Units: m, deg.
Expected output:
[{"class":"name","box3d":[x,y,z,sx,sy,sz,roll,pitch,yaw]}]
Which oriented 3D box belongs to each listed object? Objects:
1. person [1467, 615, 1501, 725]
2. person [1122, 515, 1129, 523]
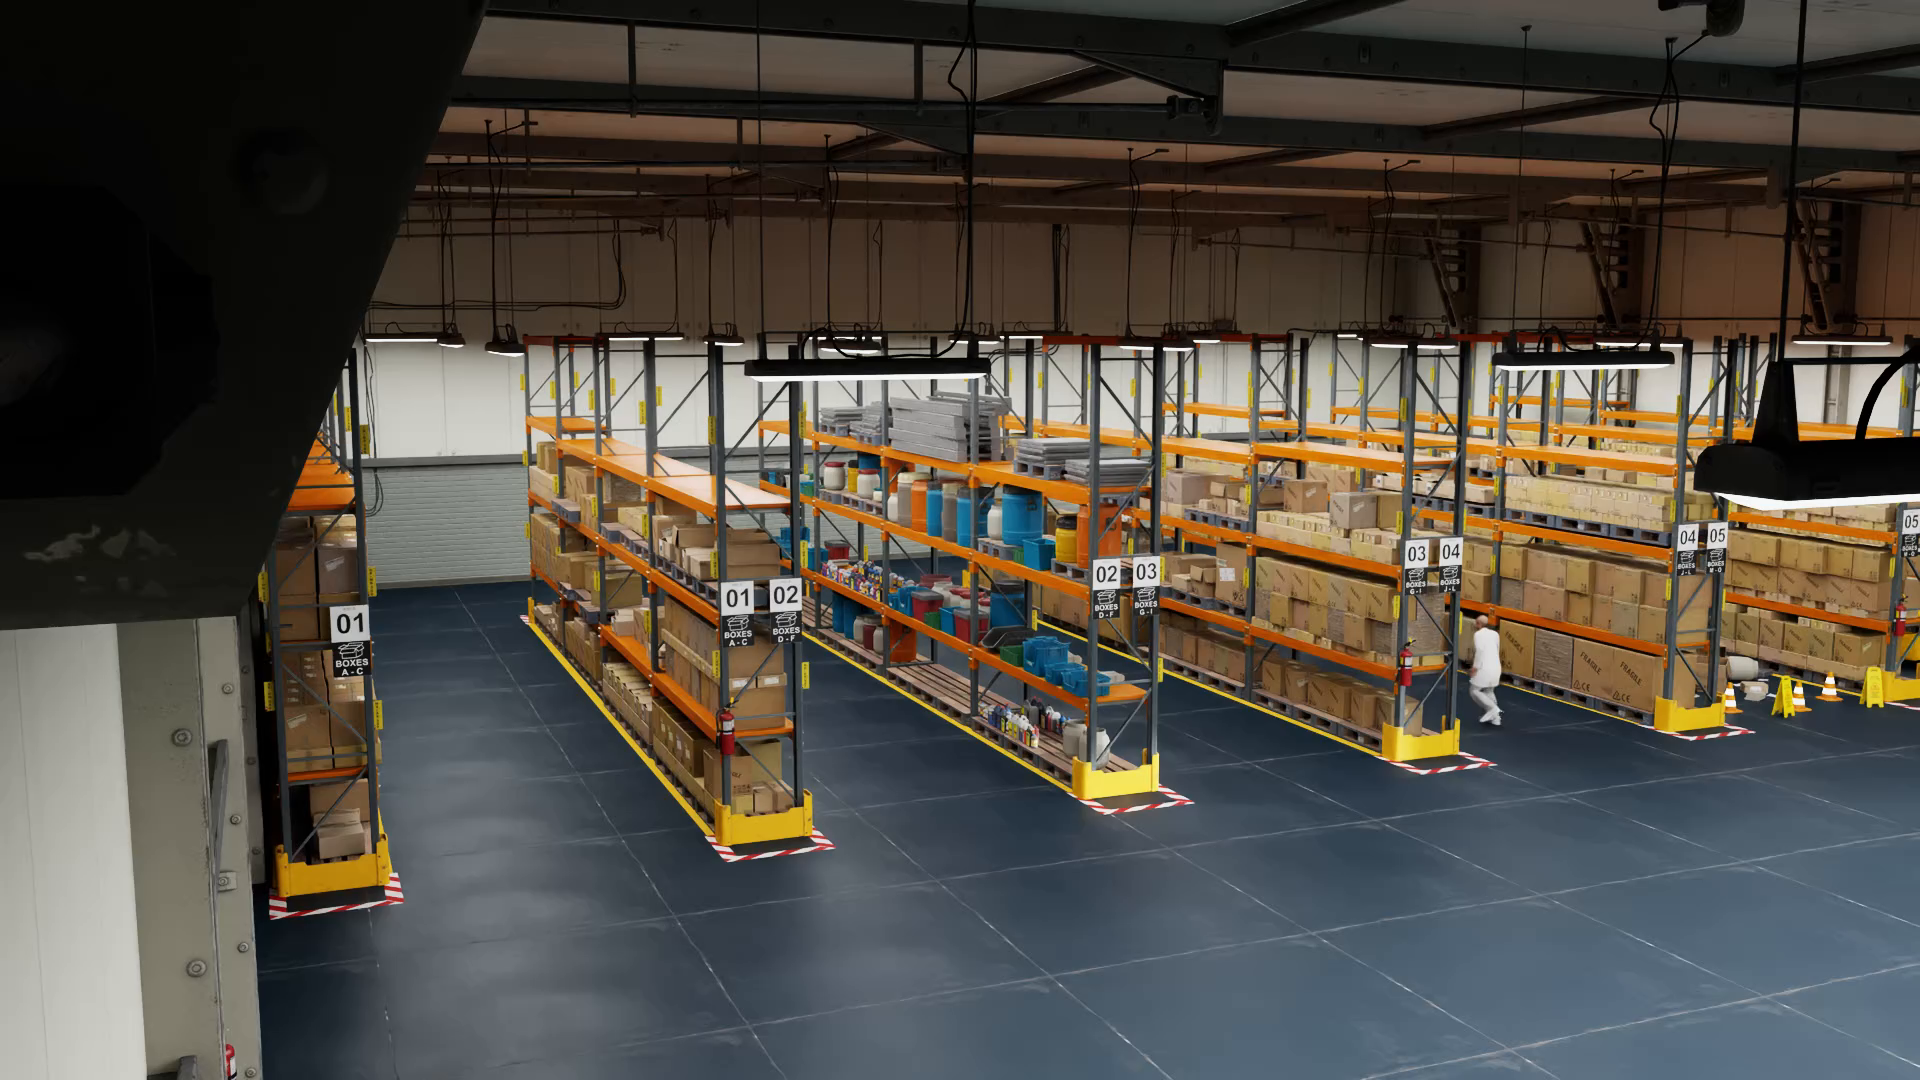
[{"class":"person","box3d":[8.297,2.035,26.175,0.650,1.673,0.826,-3,8,-22]},{"class":"person","box3d":[4.208,-0.304,43.785,0.500,1.605,1.042,1,8,8]}]
